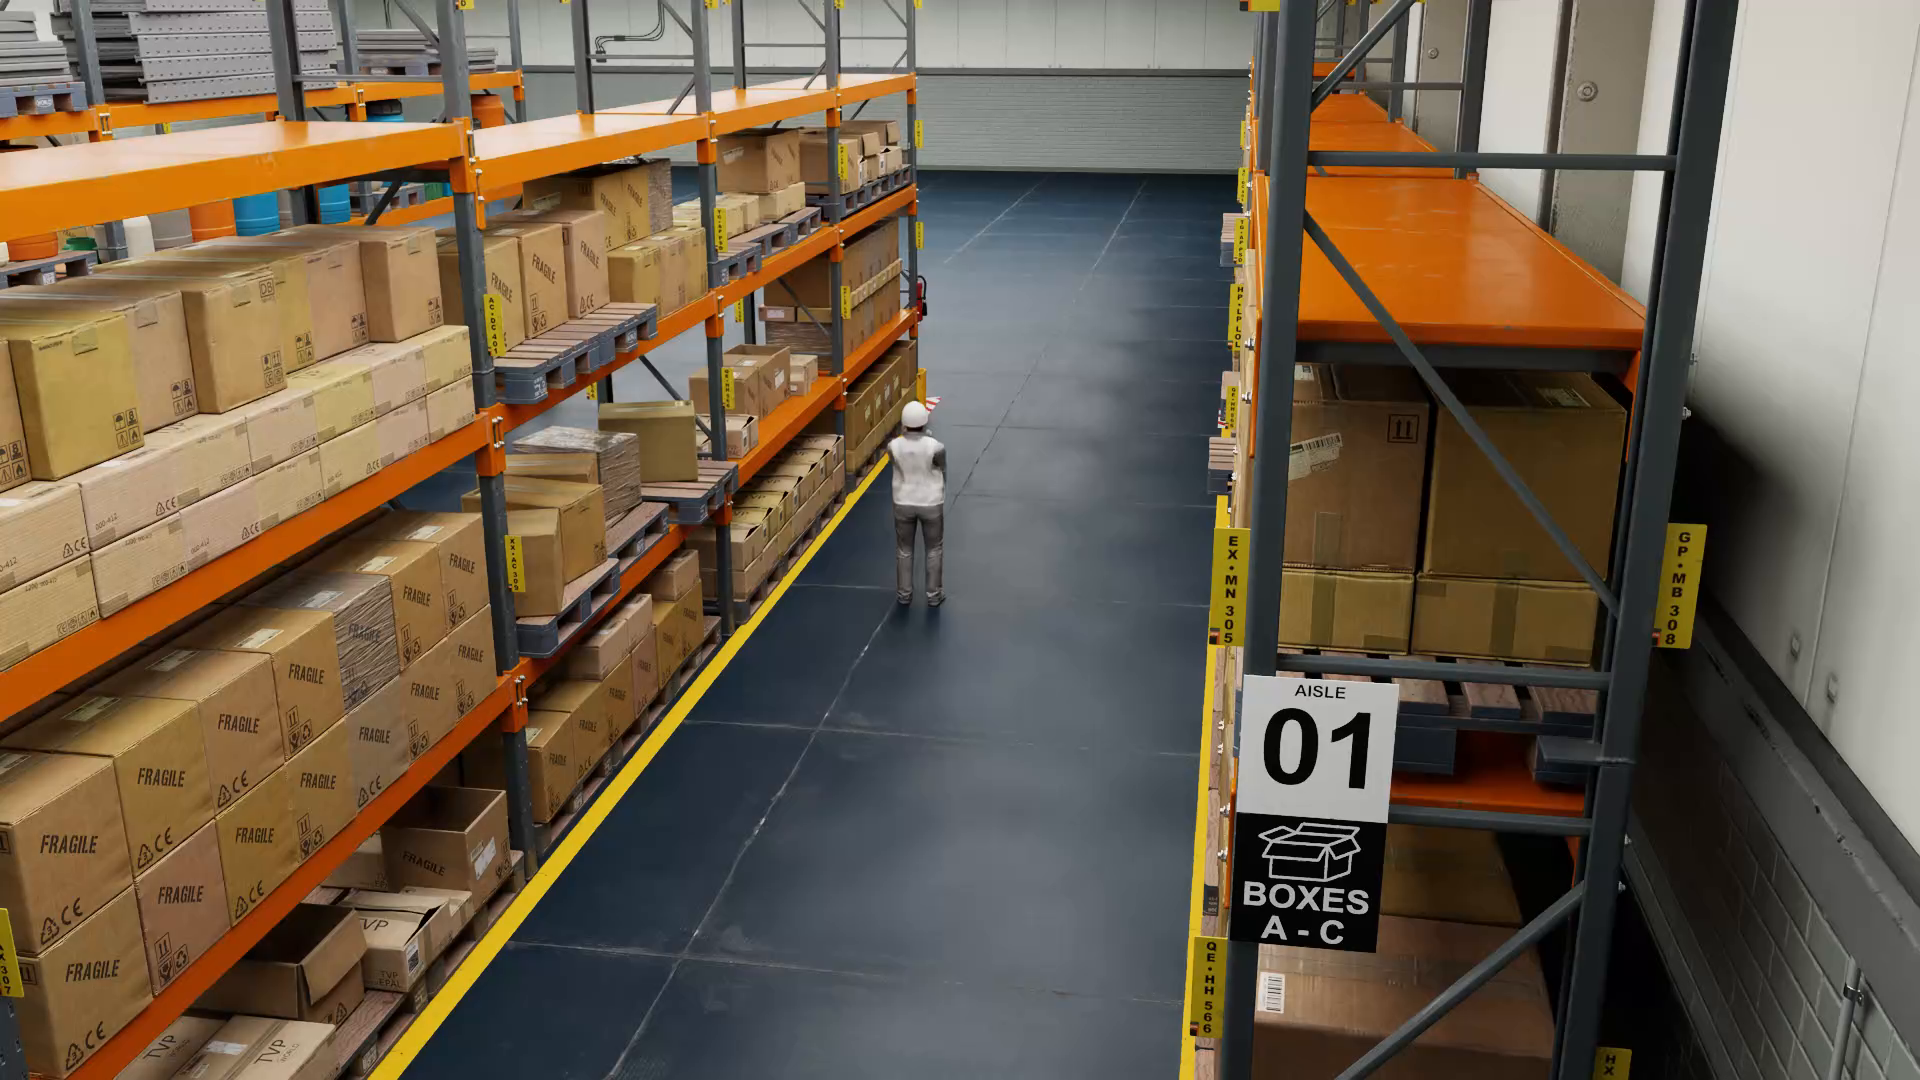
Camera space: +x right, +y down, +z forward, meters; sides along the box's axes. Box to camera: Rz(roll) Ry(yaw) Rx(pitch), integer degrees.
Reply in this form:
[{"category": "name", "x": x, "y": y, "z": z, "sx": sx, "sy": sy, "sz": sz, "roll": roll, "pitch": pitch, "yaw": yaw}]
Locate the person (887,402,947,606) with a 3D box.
[{"category": "person", "x": -0.345, "y": -0.339, "z": 14.076, "sx": 0.499, "sy": 1.768, "sz": 0.553, "roll": 3, "pitch": 18, "yaw": 9}]
